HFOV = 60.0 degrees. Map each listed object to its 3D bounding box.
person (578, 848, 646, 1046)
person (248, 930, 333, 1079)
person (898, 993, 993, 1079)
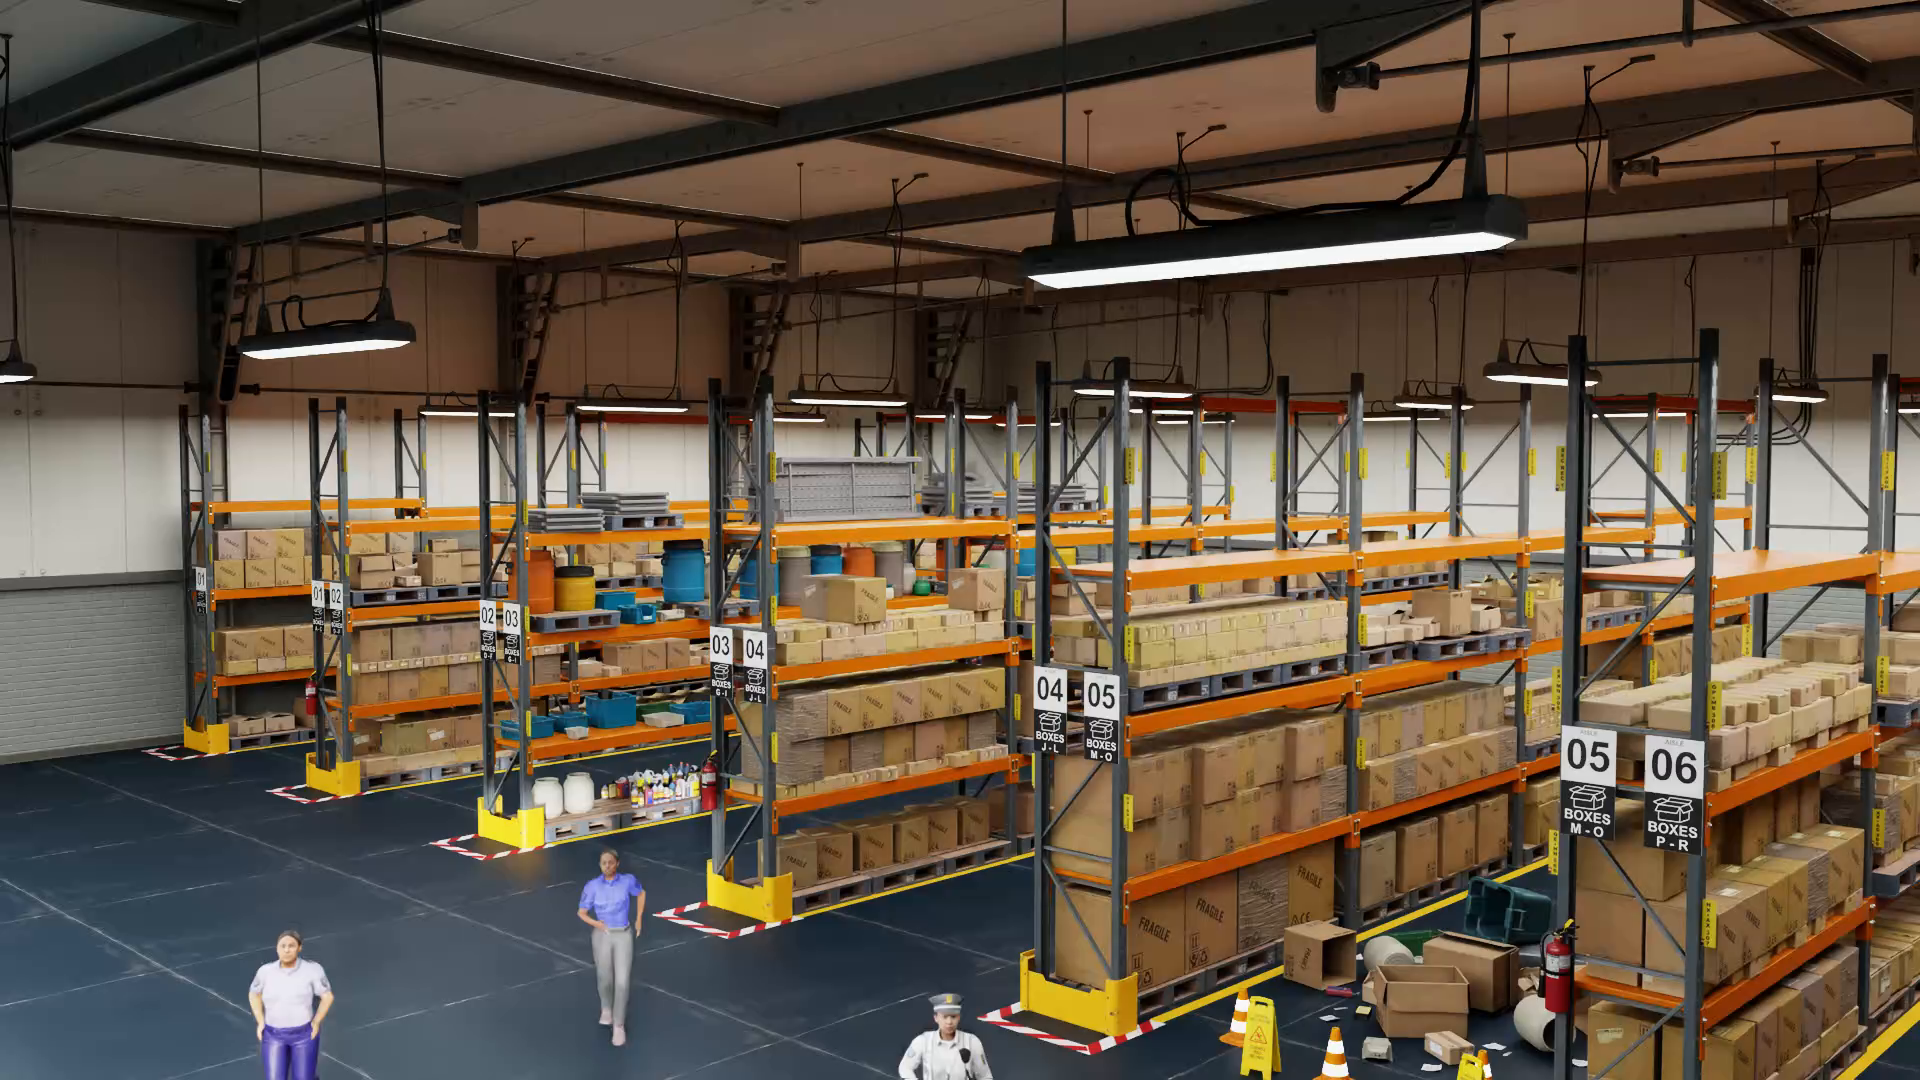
[{"bbox_3d":[-3.083,3.576,14.731,0.576,1.705,0.726,0,3,-7],"label":"person"},{"bbox_3d":[-5.001,3.715,12.426,0.607,1.631,0.745,-1,3,-14],"label":"person"},{"bbox_3d":[-0.088,3.770,10.865,0.618,1.682,0.759,0,3,-5],"label":"person"}]
